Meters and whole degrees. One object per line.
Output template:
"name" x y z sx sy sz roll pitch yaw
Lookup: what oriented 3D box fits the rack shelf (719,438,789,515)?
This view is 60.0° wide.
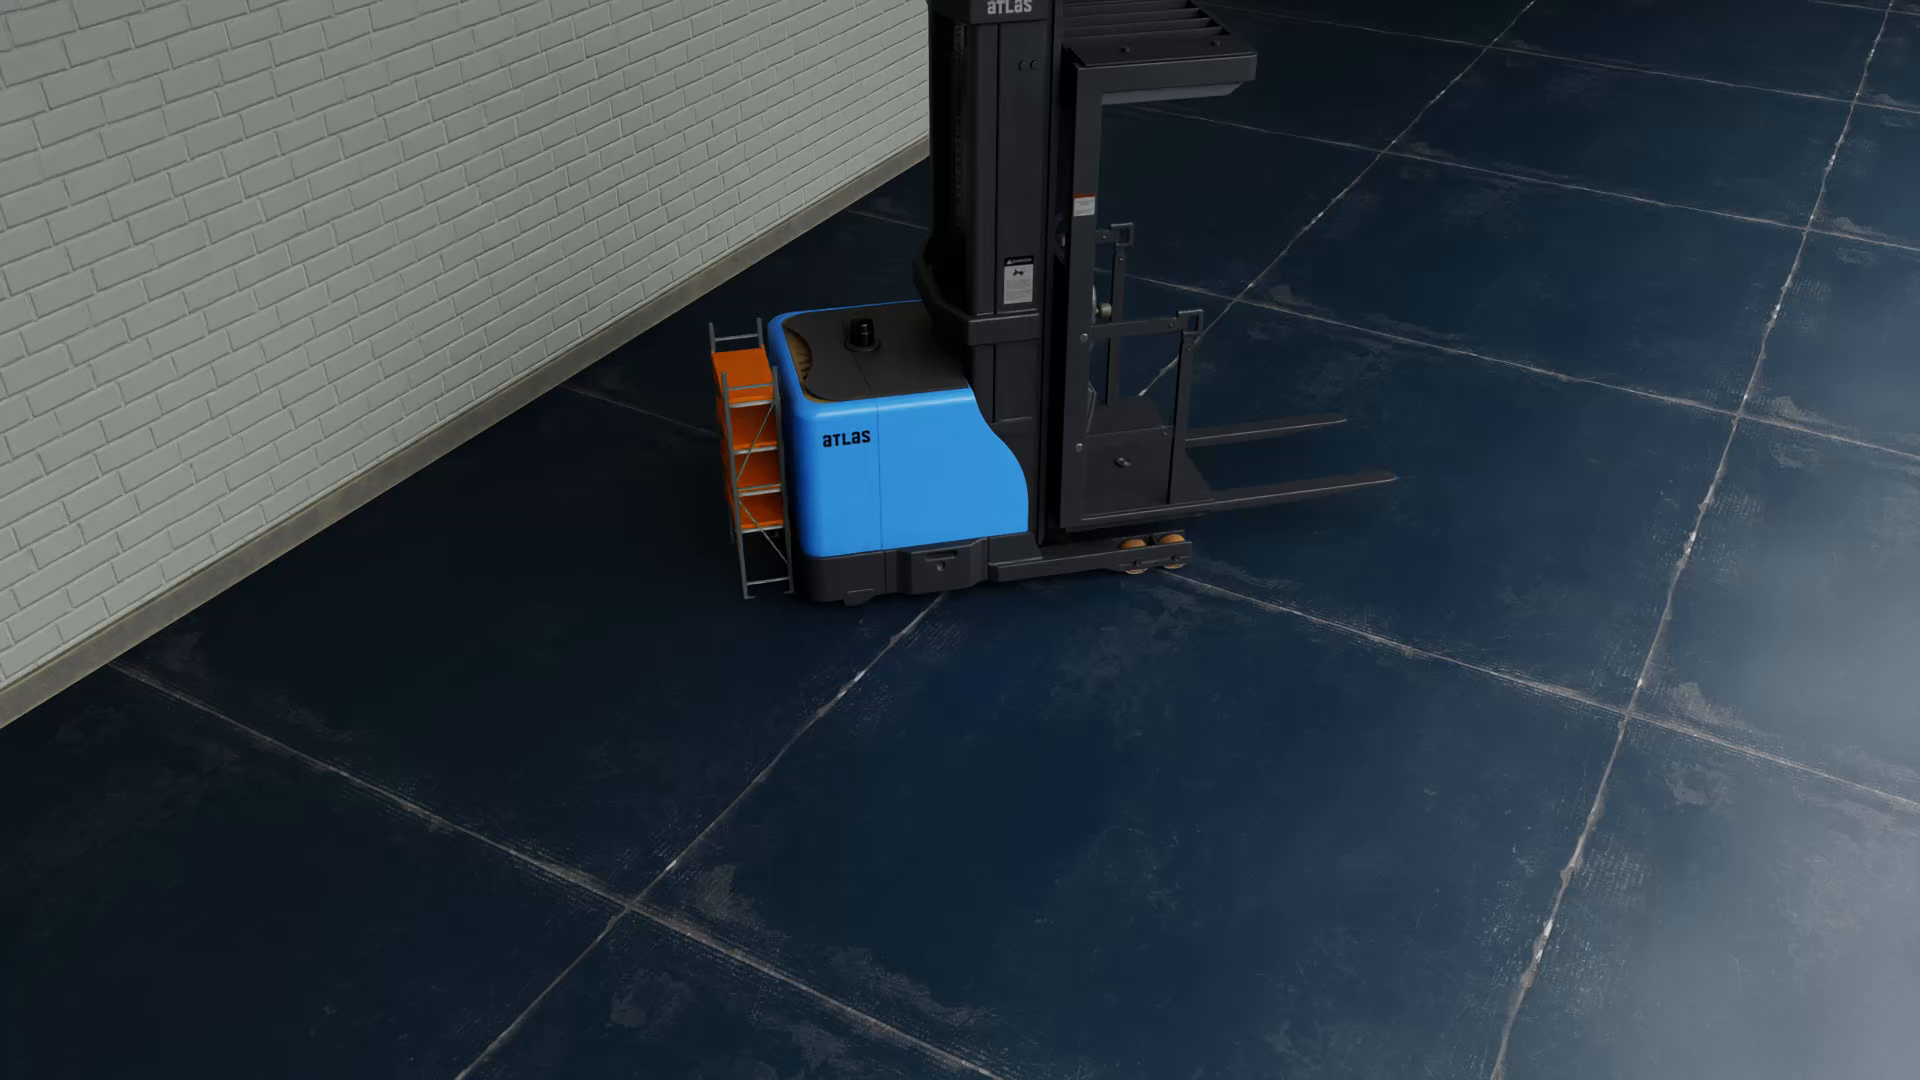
"rack shelf" -0.964 -0.314 7.758 0.258 0.148 0.480 -8 34 -11

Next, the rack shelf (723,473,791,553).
"rack shelf" -0.962 -0.149 7.868 0.258 0.148 0.480 -8 34 -11

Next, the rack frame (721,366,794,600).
"rack frame" -0.907 -0.238 7.523 0.240 1.200 0.015 -8 34 -11

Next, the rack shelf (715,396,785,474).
"rack shelf" -0.966 -0.500 7.633 0.258 0.148 0.480 -8 34 -11

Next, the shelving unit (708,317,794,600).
"shelving unit" -0.965 -0.370 7.720 0.258 1.200 0.503 -8 34 -11

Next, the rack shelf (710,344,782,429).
"rack shelf" -0.968 -0.696 7.502 0.258 0.148 0.480 -8 34 -11

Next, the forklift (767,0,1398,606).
"forklift" 0.641 -1.334 7.608 3.031 2.935 1.130 -7 34 -11

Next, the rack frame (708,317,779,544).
"rack frame" -1.022 -0.501 7.918 0.240 1.200 0.015 -8 34 -11
